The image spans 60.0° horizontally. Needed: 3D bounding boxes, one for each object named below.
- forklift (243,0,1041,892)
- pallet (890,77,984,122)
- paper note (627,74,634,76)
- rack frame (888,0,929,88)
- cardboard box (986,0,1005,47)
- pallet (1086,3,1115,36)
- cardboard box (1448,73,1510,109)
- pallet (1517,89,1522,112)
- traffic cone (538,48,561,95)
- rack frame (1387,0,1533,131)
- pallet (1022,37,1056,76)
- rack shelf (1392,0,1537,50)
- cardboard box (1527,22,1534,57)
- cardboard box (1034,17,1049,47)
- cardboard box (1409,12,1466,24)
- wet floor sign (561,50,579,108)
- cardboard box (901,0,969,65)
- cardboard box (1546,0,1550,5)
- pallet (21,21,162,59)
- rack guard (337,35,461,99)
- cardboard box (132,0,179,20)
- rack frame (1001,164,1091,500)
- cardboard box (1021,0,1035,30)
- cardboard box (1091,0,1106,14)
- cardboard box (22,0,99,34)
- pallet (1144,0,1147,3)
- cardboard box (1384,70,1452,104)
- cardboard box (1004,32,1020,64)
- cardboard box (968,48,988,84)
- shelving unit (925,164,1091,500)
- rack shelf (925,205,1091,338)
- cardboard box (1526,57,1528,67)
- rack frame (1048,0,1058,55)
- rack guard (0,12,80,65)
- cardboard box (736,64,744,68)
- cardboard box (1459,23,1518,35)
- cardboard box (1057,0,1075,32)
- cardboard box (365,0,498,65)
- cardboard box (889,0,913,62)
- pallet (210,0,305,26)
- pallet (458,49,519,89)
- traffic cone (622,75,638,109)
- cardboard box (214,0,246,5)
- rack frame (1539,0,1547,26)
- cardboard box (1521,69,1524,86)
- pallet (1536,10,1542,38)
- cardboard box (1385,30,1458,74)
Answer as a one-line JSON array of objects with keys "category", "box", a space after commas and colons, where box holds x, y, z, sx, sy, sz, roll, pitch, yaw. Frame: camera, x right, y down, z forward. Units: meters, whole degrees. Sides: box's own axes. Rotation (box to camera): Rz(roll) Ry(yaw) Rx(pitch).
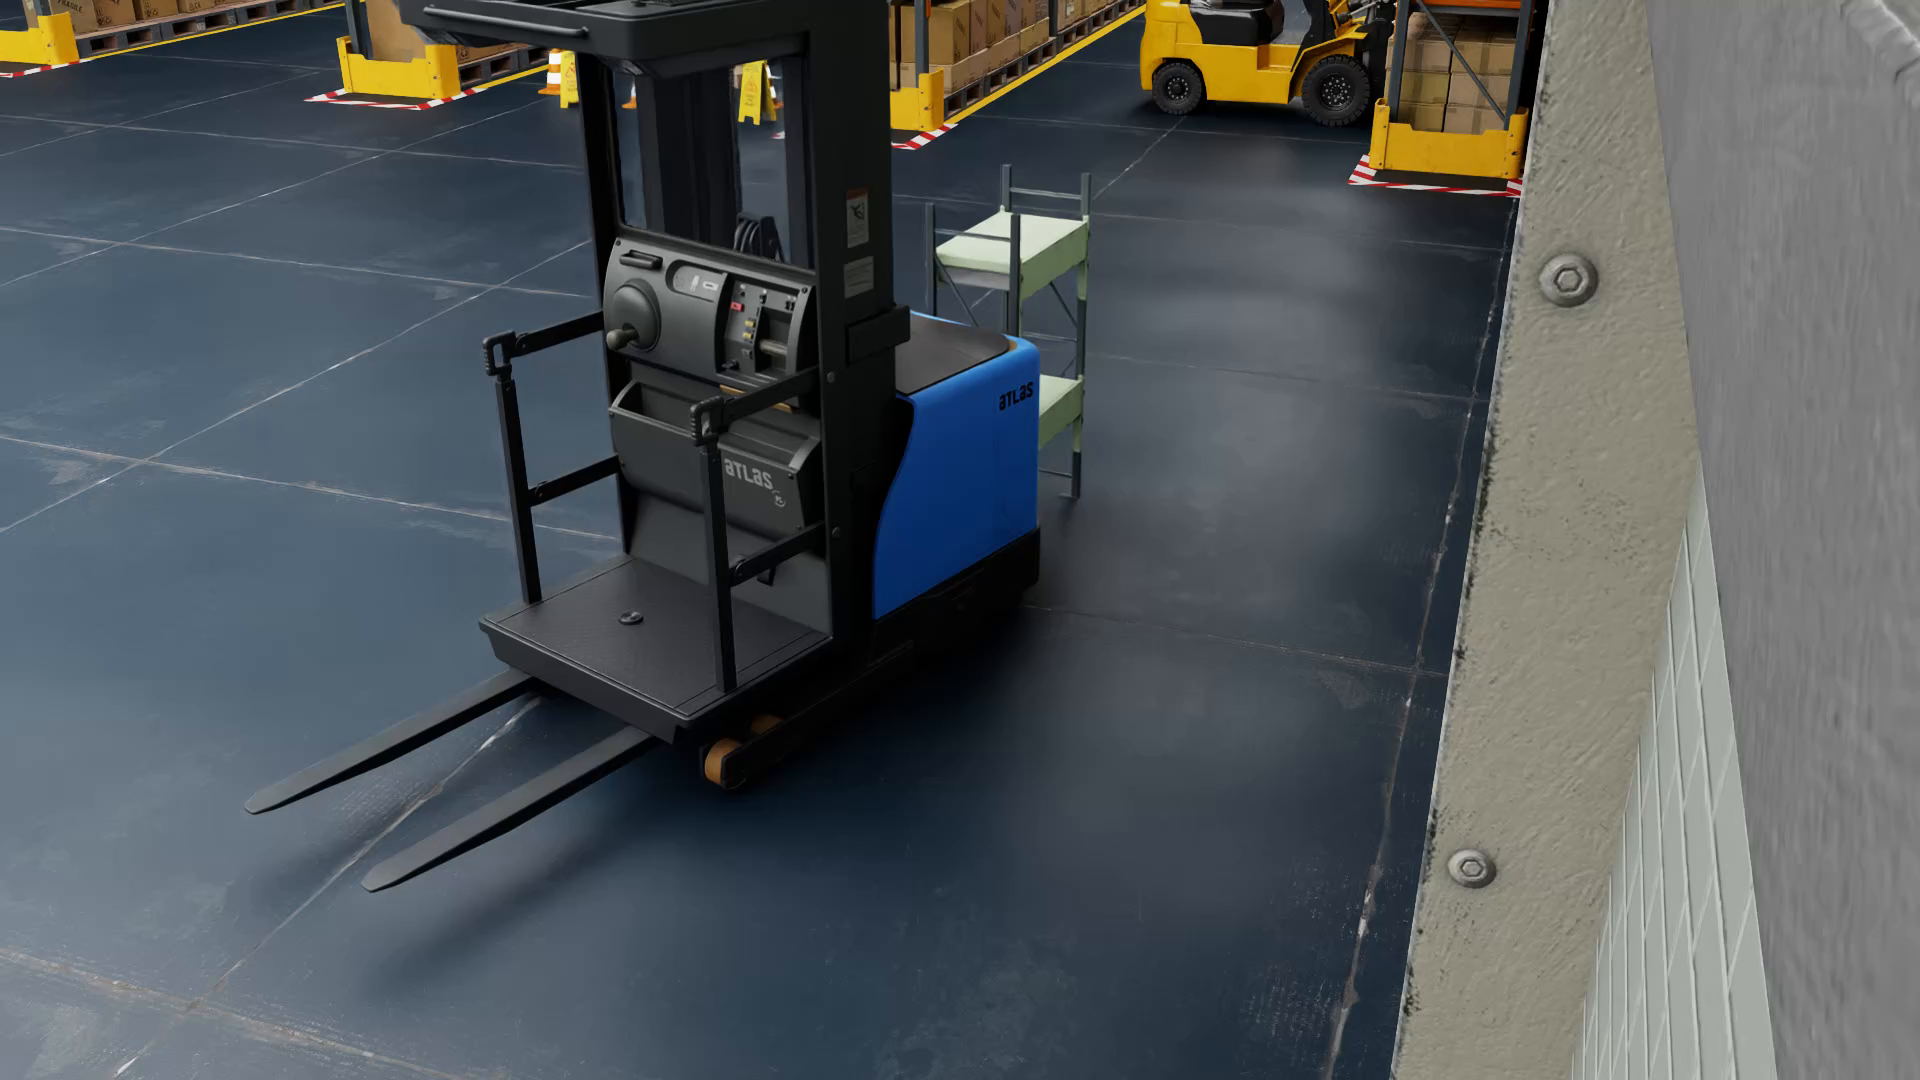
[{"category": "forklift", "box": [-0.984, -0.734, 5.403, 1.130, 2.935, 3.031, 19, 32, 34]}, {"category": "pallet", "box": [-0.433, -4.184, 15.649, 1.003, 0.211, 1.213, 9, 27, 17]}, {"category": "paper note", "box": [-3.355, -4.799, 17.129, 0.144, 0.017, 0.142, 20, 32, 35]}, {"category": "rack frame", "box": [-0.762, -5.079, 14.298, 1.000, 3.000, 0.127, 9, 27, 17]}, {"category": "cardboard box", "box": [0.119, -5.090, 16.133, 0.500, 0.500, 0.500, 9, 27, 18]}, {"category": "pallet", "box": [1.231, -6.291, 20.001, 1.003, 0.211, 1.213, 9, 27, 17]}, {"category": "cardboard box", "box": [4.272, -3.700, 13.550, 0.500, 0.250, 0.500, 9, 27, 18]}, {"category": "pallet", "box": [4.543, -3.926, 15.116, 1.003, 0.211, 1.213, 9, 27, 17]}, {"category": "traffic cone", "box": [-3.948, -4.626, 16.273, 0.336, 0.463, 0.334, 9, 27, 17]}, {"category": "rack frame", "box": [3.920, -4.361, 12.815, 1.000, 3.000, 0.127, 9, 27, 17]}, {"category": "pallet", "box": [0.379, -5.187, 17.720, 1.003, 0.211, 1.213, 9, 27, 17]}, {"category": "rack shelf", "box": [4.586, -4.859, 14.669, 1.077, 0.370, 4.000, 9, 27, 17]}, {"category": "cardboard box", "box": [5.129, -4.737, 15.692, 0.500, 0.250, 0.500, 9, 27, 18]}, {"category": "cardboard box", "box": [0.626, -5.392, 17.619, 0.500, 0.250, 0.500, 10, 28, 20]}, {"category": "cardboard box", "box": [4.102, -4.416, 14.455, 0.500, 0.250, 0.500, 9, 27, 18]}, {"category": "wet floor sign", "box": [-3.606, -4.397, 15.590, 0.267, 0.644, 0.232, 4, 26, 8]}, {"category": "cardboard box", "box": [-0.225, -4.669, 15.265, 0.500, 0.500, 0.500, 8, 27, 16]}, {"category": "cardboard box", "box": [6.987, -6.845, 20.332, 0.500, 0.500, 0.500, 10, 28, 19]}, {"category": "pallet", "box": [-9.778, -5.621, 18.617, 1.003, 0.211, 1.213, 9, 27, 17]}, {"category": "rack guard", "box": [-5.471, -4.620, 16.219, 1.175, 0.500, 0.348, 9, 27, 17]}, {"category": "cardboard box", "box": [-9.491, -6.339, 19.288, 0.500, 0.500, 0.500, 11, 28, 22]}, {"category": "rack frame", "box": [0.367, -0.901, 7.389, 0.400, 1.500, 0.023, 12, 28, 23]}, {"category": "cardboard box", "box": [0.458, -5.521, 17.023, 0.500, 0.500, 0.500, 9, 27, 18]}, {"category": "cardboard box", "box": [1.207, -6.527, 19.822, 0.950, 0.372, 0.625, 10, 27, 19]}, {"category": "cardboard box", "box": [-9.884, -5.834, 18.244, 0.500, 0.500, 0.500, 14, 29, 27]}, {"category": "pallet", "box": [2.234, -7.425, 22.342, 1.003, 0.211, 1.213, 9, 27, 17]}, {"category": "cardboard box", "box": [3.787, -3.783, 13.720, 0.500, 0.250, 0.500, 8, 27, 17]}, {"category": "cardboard box", "box": [0.284, -4.964, 16.733, 0.500, 0.250, 0.500, 9, 27, 18]}, {"category": "cardboard box", "box": [-0.056, -4.531, 15.839, 0.500, 0.250, 0.500, 10, 27, 19]}, {"category": "shelving unit", "box": [0.208, -0.757, 7.092, 0.431, 1.500, 0.755, 12, 28, 23]}, {"category": "rack shelf", "box": [0.208, -1.108, 6.922, 0.431, 0.370, 0.720, 12, 28, 23]}, {"category": "cardboard box", "box": [5.280, -4.727, 16.245, 0.500, 0.250, 0.500, 9, 27, 18]}, {"category": "rack frame", "box": [0.569, -6.723, 17.693, 1.000, 3.000, 0.127, 9, 27, 17]}, {"category": "rack guard", "box": [-10.082, -5.422, 17.875, 1.175, 0.500, 0.348, 9, 27, 17]}, {"category": "cardboard box", "box": [-2.565, -5.044, 17.091, 0.797, 0.503, 0.637, -9, 27, -18]}, {"category": "cardboard box", "box": [4.421, -4.138, 13.881, 0.500, 0.250, 0.500, 9, 27, 18]}, {"category": "cardboard box", "box": [0.741, -5.945, 18.620, 0.950, 0.372, 0.625, 9, 27, 18]}, {"category": "cardboard box", "box": [-5.300, -5.276, 16.662, 0.875, 0.875, 0.875, 9, 27, 18]}, {"category": "cardboard box", "box": [-0.741, -4.735, 15.400, 0.500, 0.500, 0.500, 9, 27, 18]}, {"category": "pallet", "box": [-8.966, -6.624, 20.688, 1.003, 0.211, 1.213, 9, 27, 17]}, {"category": "pallet", "box": [-5.271, -4.840, 17.005, 1.003, 0.211, 1.213, 9, 27, 17]}, {"category": "traffic cone", "box": [-2.995, -4.322, 15.646, 0.336, 0.463, 0.334, 9, 27, 17]}, {"category": "cardboard box", "box": [-9.130, -6.829, 20.299, 0.500, 0.500, 0.500, 19, 32, 34]}, {"category": "rack frame", "box": [6.582, -7.648, 19.605, 1.000, 3.000, 0.127, 9, 27, 17]}, {"category": "cardboard box", "box": [4.945, -4.313, 15.389, 0.500, 0.250, 0.500, 9, 27, 18]}, {"category": "pallet", "box": [6.271, -6.061, 19.525, 1.003, 0.211, 1.213, 9, 27, 17]}, {"category": "cardboard box", "box": [3.779, -3.997, 13.589, 0.500, 0.250, 0.500, 10, 27, 19]}]
